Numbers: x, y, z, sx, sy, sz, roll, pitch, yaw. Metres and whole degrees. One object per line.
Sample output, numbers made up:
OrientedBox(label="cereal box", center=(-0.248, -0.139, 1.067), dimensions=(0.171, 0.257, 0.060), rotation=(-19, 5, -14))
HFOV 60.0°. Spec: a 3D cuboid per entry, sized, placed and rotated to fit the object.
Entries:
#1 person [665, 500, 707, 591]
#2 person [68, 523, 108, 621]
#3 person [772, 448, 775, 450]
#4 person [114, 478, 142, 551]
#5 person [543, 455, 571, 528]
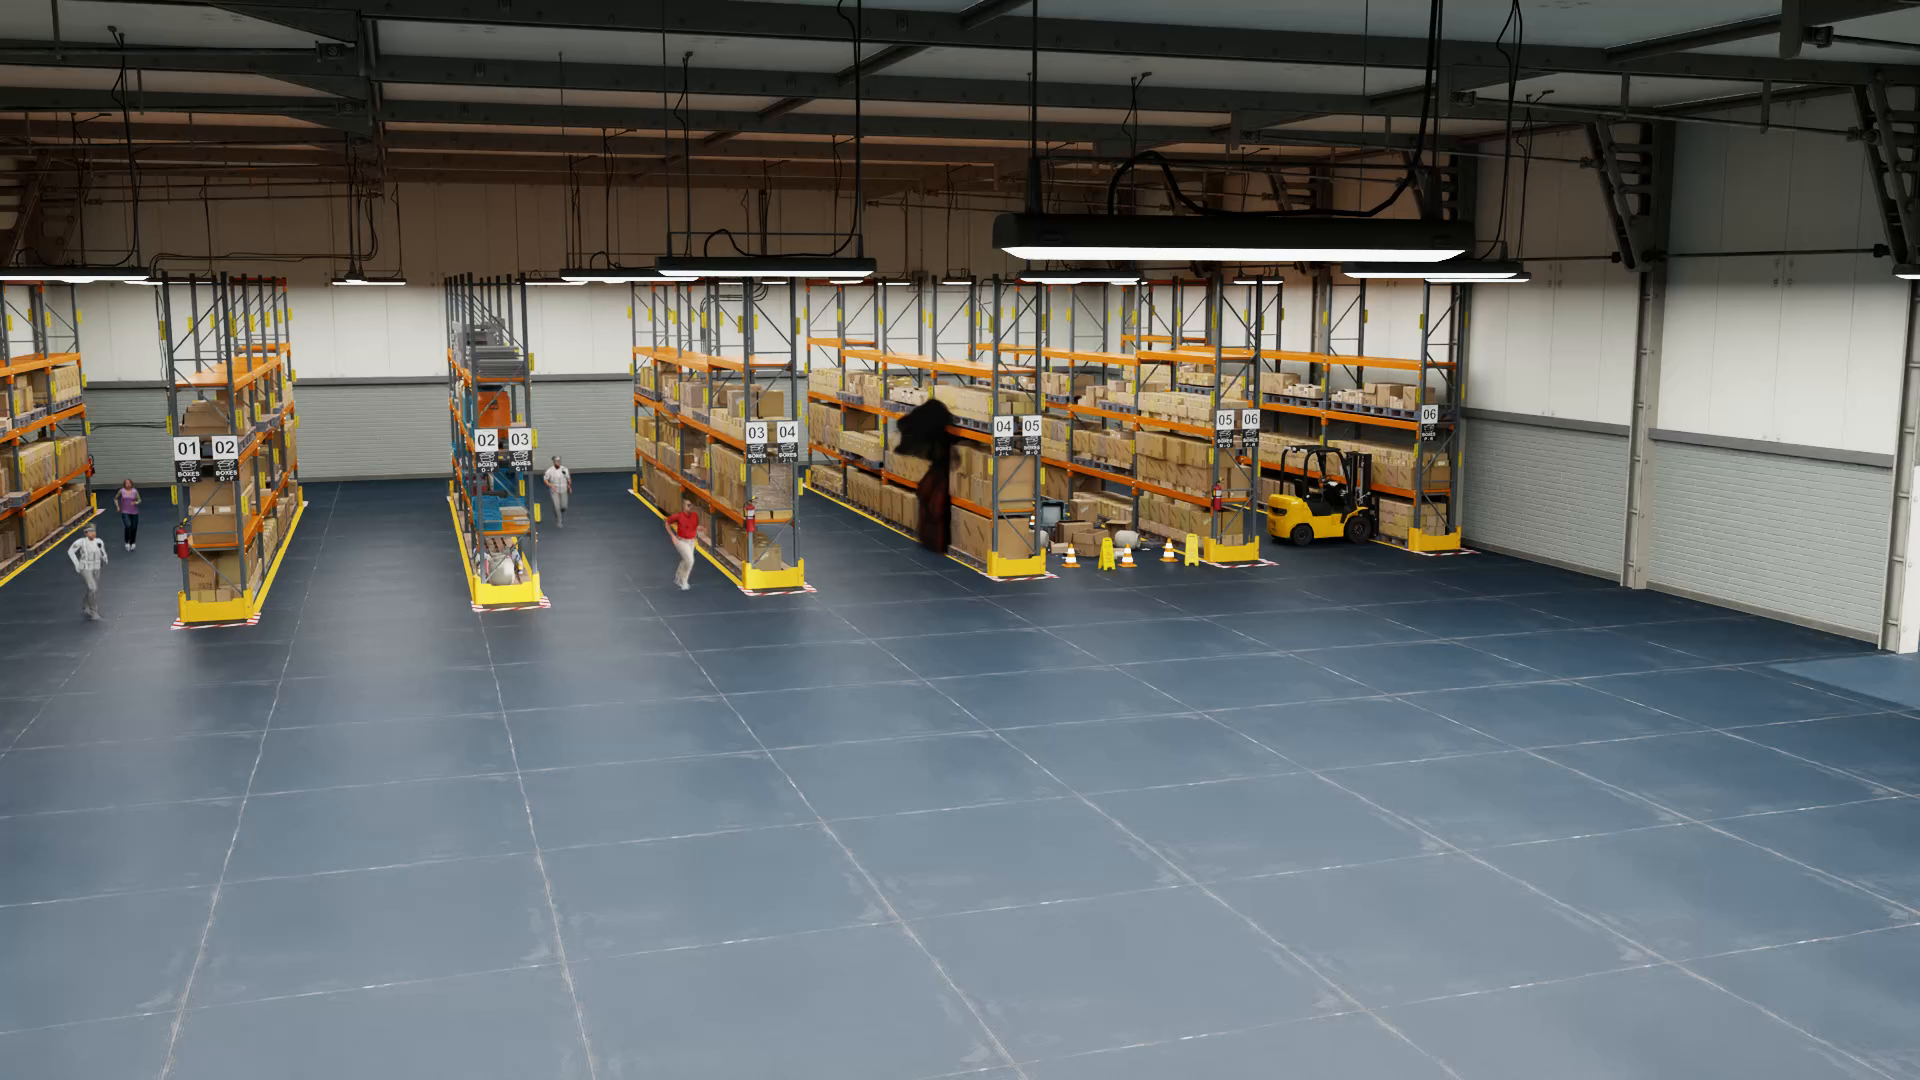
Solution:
OrientedBox(label="person", center=(-5.231, 0.113, 31.820), dimensions=(0.814, 1.776, 0.656), rotation=(7, 11, 38))
OrientedBox(label="person", center=(-15.170, 0.555, 29.016), dimensions=(0.831, 1.734, 0.546), rotation=(5, 10, 31))
OrientedBox(label="person", center=(-5.515, -2.222, 46.990), dimensions=(0.655, 1.774, 0.845), rotation=(-3, 9, -18))
OrientedBox(label="person", center=(-18.220, -0.561, 36.475), dimensions=(0.506, 1.592, 0.662), rotation=(-6, 10, -35))
OrientedBox(label="person", center=(-9.722, -1.187, 40.238), dimensions=(0.665, 1.746, 0.578), rotation=(-4, 9, -24))
